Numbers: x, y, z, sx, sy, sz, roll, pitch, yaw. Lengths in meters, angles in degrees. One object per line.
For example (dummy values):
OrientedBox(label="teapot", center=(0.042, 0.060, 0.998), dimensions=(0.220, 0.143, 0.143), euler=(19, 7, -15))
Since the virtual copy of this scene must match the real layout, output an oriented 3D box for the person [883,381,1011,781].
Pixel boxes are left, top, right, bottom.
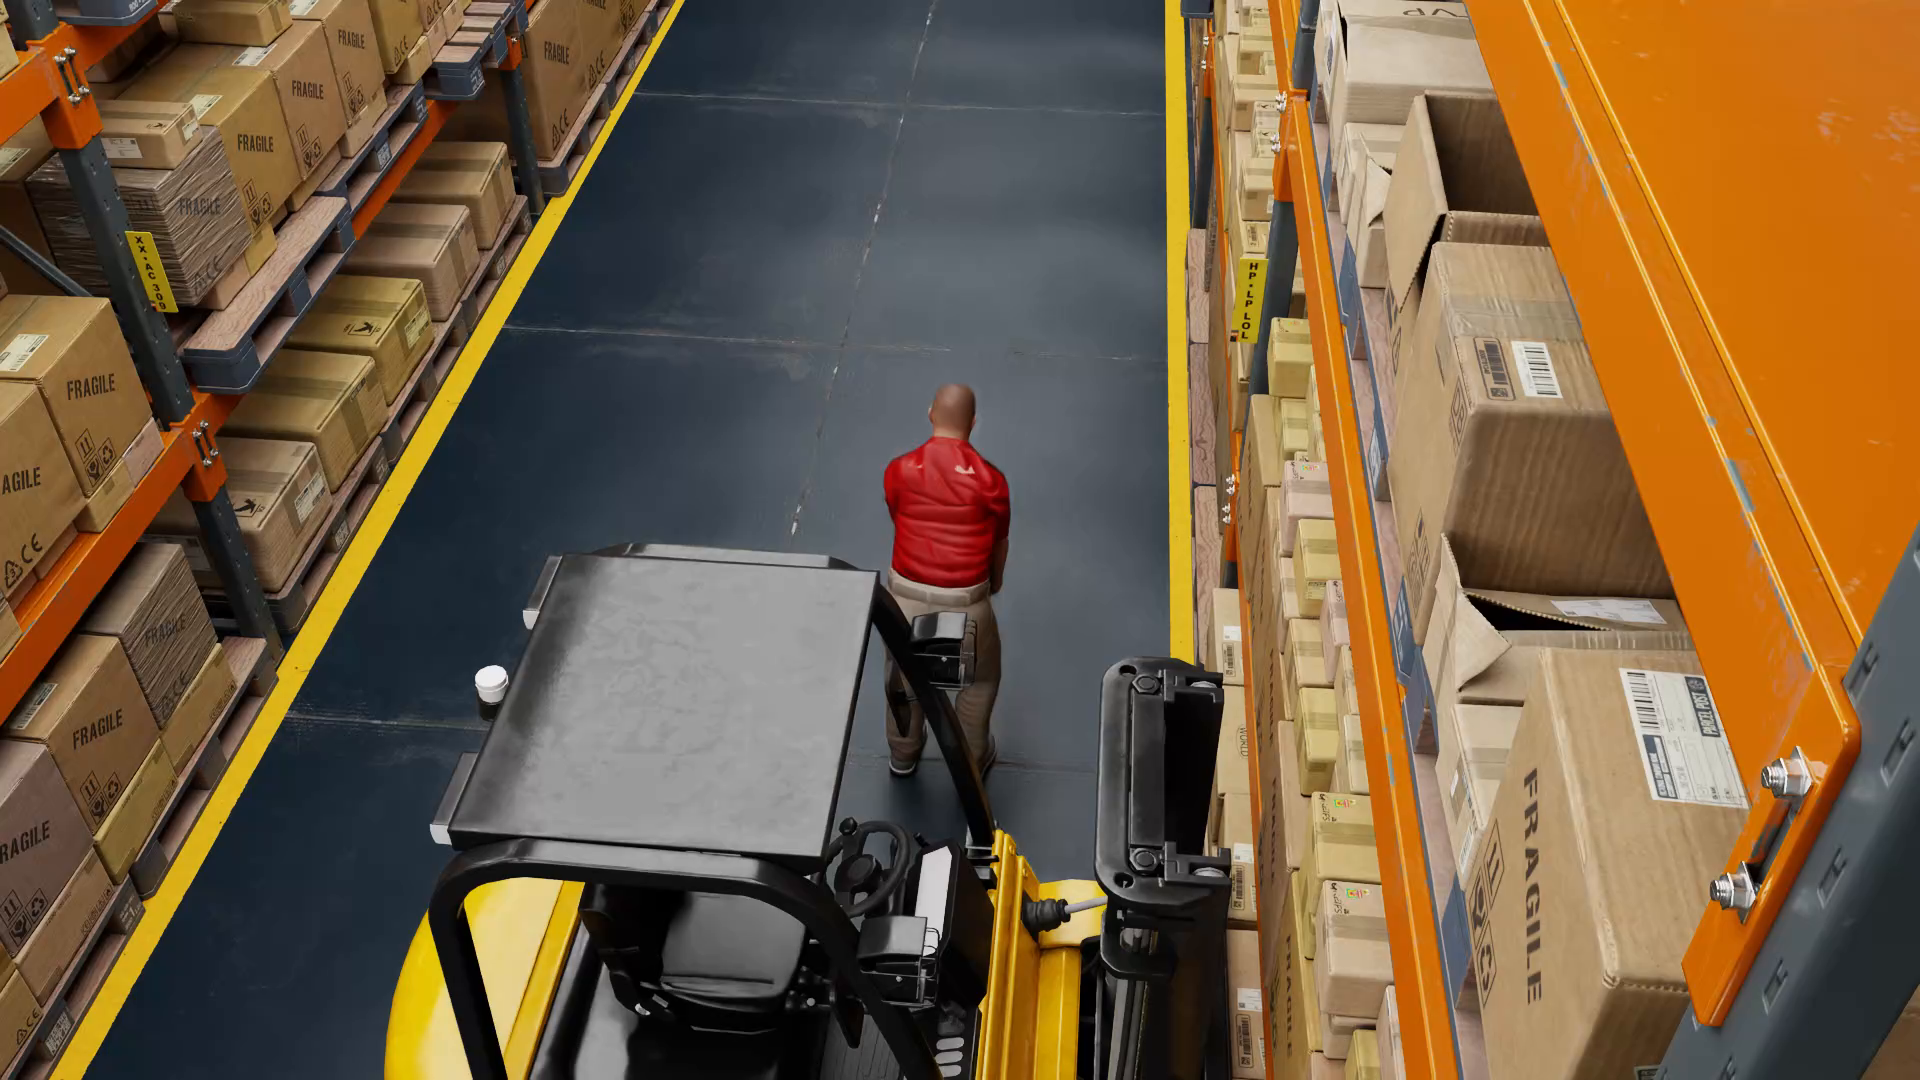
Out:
OrientedBox(label="person", center=(-0.061, 0.204, 6.300), dimensions=(0.482, 1.632, 0.625), euler=(9, 41, 11))
